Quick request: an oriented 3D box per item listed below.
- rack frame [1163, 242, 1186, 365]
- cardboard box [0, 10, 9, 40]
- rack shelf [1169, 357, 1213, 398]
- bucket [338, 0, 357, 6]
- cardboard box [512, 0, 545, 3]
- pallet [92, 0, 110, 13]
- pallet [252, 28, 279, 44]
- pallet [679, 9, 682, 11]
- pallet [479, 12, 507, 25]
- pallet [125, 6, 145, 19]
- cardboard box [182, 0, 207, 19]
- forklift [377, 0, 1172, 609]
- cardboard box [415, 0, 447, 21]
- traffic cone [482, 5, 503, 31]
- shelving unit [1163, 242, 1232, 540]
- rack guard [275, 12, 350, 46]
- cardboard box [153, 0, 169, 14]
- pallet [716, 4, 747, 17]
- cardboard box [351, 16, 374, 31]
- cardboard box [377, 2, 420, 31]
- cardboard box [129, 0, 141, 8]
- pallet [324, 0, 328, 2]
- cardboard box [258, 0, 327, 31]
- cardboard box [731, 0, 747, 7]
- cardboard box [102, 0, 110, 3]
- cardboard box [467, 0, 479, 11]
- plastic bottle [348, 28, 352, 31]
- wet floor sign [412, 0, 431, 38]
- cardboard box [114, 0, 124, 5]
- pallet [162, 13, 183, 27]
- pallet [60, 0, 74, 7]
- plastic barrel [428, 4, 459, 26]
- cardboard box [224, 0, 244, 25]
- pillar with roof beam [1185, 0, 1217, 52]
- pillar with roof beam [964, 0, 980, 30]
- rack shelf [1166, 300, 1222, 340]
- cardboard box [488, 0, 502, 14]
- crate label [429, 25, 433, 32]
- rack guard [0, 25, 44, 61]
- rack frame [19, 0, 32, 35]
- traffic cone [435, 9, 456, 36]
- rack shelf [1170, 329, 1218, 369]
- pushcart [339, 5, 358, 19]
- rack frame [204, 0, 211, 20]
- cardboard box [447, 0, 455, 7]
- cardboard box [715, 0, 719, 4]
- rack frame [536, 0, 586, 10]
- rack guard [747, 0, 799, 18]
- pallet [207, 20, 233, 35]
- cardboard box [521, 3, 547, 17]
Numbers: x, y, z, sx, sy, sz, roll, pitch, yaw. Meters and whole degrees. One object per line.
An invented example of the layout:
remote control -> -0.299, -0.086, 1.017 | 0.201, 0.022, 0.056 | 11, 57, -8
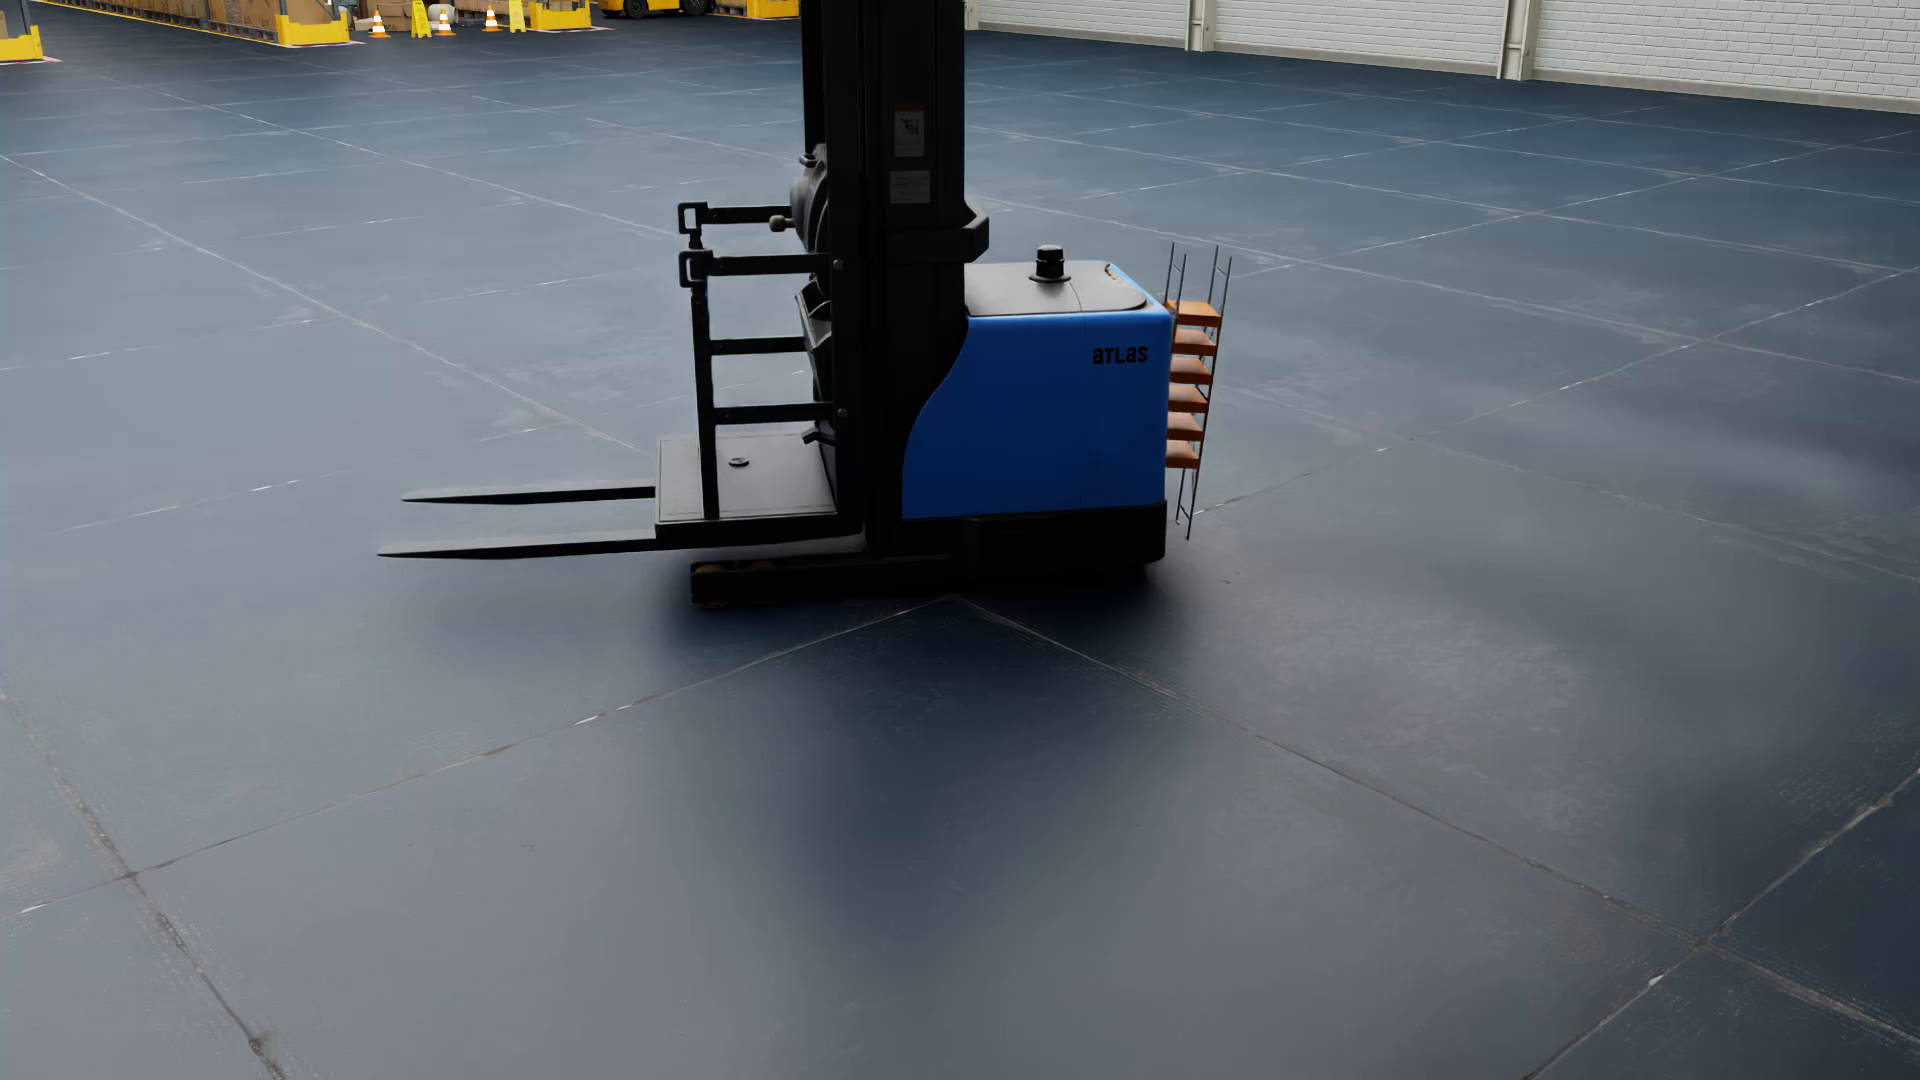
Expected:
rack frame -> 0.820, -0.610, 6.855 | 0.006, 1.200, 0.240 | 3, 21, -7
cardboard box -> -15.665, -8.262, 26.816 | 0.500, 0.500, 0.500 | -12, 24, -28
rack shelf -> 0.918, -0.675, 6.839 | 0.180, 0.103, 0.258 | 3, 21, -7
bucket -> -12.222, -11.006, 33.376 | 0.726, 0.611, 0.620 | -8, 13, -19
cardboard box -> -8.483, -10.836, 32.704 | 0.500, 0.500, 0.500 | -17, 27, -37
pallet -> -18.770, -12.008, 37.354 | 1.003, 0.211, 1.213 | -17, 27, -37
pallet -> -12.028, -9.110, 29.954 | 1.003, 0.211, 1.213 | -17, 27, -37
pallet -> -6.128, -12.172, 37.772 | 1.003, 0.211, 1.213 | -17, 27, -37
pallet -> -9.108, -10.705, 34.026 | 1.003, 0.211, 1.213 | -17, 27, -37
pallet -> -17.177, -11.334, 35.633 | 1.003, 0.211, 1.213 | -17, 27, -37
cardboard box -> -14.531, -10.609, 32.468 | 1.050, 0.750, 0.750 | -18, 27, -38
forklift -> -0.746, -1.311, 6.313 | 3.031, 2.935, 1.130 | -3, 22, -9
cardboard box -> -10.705, -10.735, 33.703 | 0.500, 0.500, 0.500 | 0, 21, -1
traffic cone -> -9.020, -10.043, 31.991 | 0.336, 0.463, 0.334 | -17, 27, -37
shelving unit -> 0.911, -0.605, 6.866 | 0.189, 1.200, 0.258 | 3, 21, -7
rack guard -> -11.431, -9.036, 29.368 | 1.175, 0.500, 0.348 | -17, 27, -37
cardboard box -> -15.766, -11.134, 33.807 | 1.050, 0.750, 0.750 | -17, 27, -37
pallet -> -4.535, -11.498, 36.051 | 1.003, 0.211, 1.213 | -17, 27, -37
cardboard box -> -11.540, -10.002, 32.156 | 0.396, 0.266, 0.258 | -12, 25, -28
cardboard box -> -10.827, -10.133, 32.164 | 0.637, 0.503, 0.797 | 3, 22, 9
cardboard box -> -17.296, -11.568, 35.257 | 0.500, 0.500, 0.500 | -18, 27, -38
pallet -> -15.035, -13.234, 40.484 | 1.003, 0.211, 1.213 | -17, 27, -37
cardboard box -> -11.939, -9.584, 29.678 | 0.875, 0.875, 0.875 | -17, 27, -37
cardboard box -> -4.551, -11.565, 35.593 | 0.500, 0.250, 0.500 | -17, 27, -37
cardboard box -> -18.651, -12.140, 36.719 | 0.500, 0.500, 0.500 | -16, 26, -35
cardboard box -> -9.836, -11.061, 34.305 | 0.500, 0.250, 0.500 | -16, 26, -34
plastic bottle -> -11.804, -9.784, 31.881 | 0.133, 0.061, 0.283 | 12, 24, 27
wet floor sign -> -9.928, -9.573, 30.541 | 0.232, 0.644, 0.267 | 17, 27, 36
cardboard box -> -17.990, -11.854, 35.988 | 0.500, 0.500, 0.500 | -19, 28, -40
pallet -> -15.419, -10.545, 33.619 | 1.003, 0.211, 1.213 | -17, 27, -37
pallet -> -20.545, -12.738, 39.216 | 1.003, 0.211, 1.213 | -17, 27, -37
plastic barrel -> -10.258, -10.423, 33.016 | 0.512, 0.421, 0.421 | 0, 21, -1
cardboard box -> -13.109, -10.079, 30.942 | 0.875, 0.875, 0.875 | -17, 27, -37
pillar with roof beam -> 0.795, -11.455, 23.892 | 9.100, 9.000, 0.400 | -17, 27, -37
pillar with roof beam -> -3.121, -13.113, 28.124 | 9.100, 9.000, 0.400 | -17, 27, -37
rack shelf -> 0.940, -0.898, 6.754 | 0.180, 0.103, 0.258 | 3, 21, -7
cardboard box -> -9.172, -10.775, 33.576 | 0.500, 0.250, 0.500 | -19, 28, -39
crate label -> -10.199, -9.736, 31.653 | 0.298, 0.136, 0.250 | 7, 23, 18
rack guard -> -15.320, -7.910, 26.495 | 1.175, 0.500, 0.348 | -17, 27, -37
rack frame -> -15.270, -9.053, 25.986 | 1.000, 3.000, 0.127 | -17, 27, -37
traffic cone -> -9.639, -9.685, 31.076 | 0.336, 0.463, 0.334 | -17, 27, -37
rack shelf -> 0.929, -0.787, 6.796 | 0.180, 0.103, 0.258 | 3, 21, -7
pushcart -> -12.068, -10.740, 33.888 | 0.936, 0.377, 1.648 | 12, 24, 27
rack frame -> -14.057, -11.311, 31.751 | 1.000, 3.000, 0.127 | -17, 27, -37
cardboard box -> -10.718, -11.634, 35.602 | 0.950, 0.372, 0.625 | -17, 27, -37
cardboard box -> -5.188, -11.845, 36.308 | 0.500, 0.250, 0.500 | -17, 27, -37
rack frame -> -7.762, -11.413, 32.009 | 1.000, 3.000, 0.127 | -17, 27, -37
rack guard -> -3.989, -11.425, 35.467 | 1.175, 0.500, 0.348 | -17, 27, -37
pallet -> -13.620, -9.784, 31.675 | 1.003, 0.211, 1.213 | -17, 27, -37
cardboard box -> -8.510, -10.494, 32.857 | 0.500, 0.250, 0.500 | -18, 27, -38
